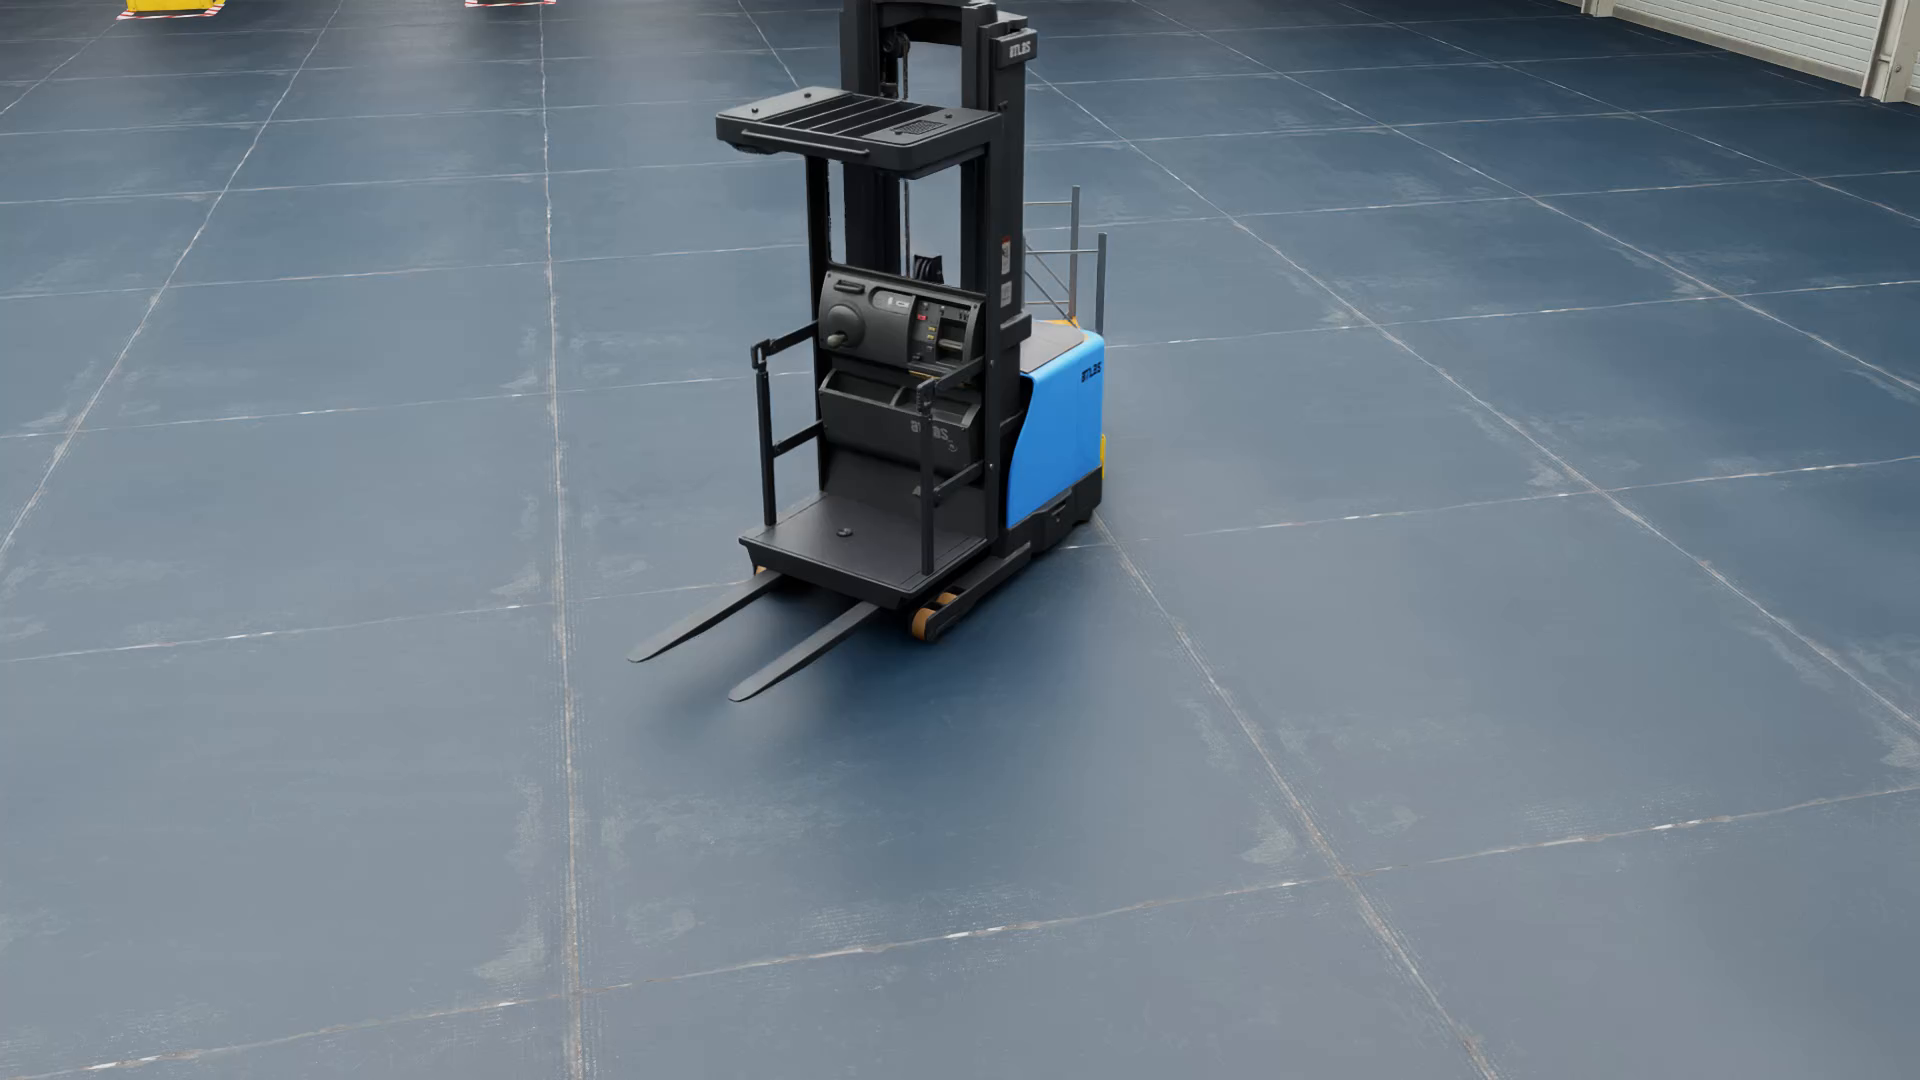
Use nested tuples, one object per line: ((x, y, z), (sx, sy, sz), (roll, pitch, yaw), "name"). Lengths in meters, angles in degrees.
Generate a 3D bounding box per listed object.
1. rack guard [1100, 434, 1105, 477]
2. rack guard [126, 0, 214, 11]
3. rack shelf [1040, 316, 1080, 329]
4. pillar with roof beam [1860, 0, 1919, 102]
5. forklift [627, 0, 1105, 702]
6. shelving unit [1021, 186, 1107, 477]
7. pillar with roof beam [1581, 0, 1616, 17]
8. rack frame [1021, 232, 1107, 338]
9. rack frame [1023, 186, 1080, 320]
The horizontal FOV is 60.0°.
((0.571, -0.493, 9.950), (0.587, 0.250, 0.087), (-2, 27, -4), "rack guard")
((-11.970, -8.294, 25.128), (1.175, 0.500, 0.348), (-6, 27, -12), "rack guard")
((0.529, -1.110, 10.185), (0.538, 0.185, 1.000), (-2, 27, -4), "rack shelf")
((6.640, -8.767, 16.632), (9.100, 9.000, 0.400), (-6, 27, -12), "pillar with roof beam")
((-0.423, -1.047, 8.071), (1.130, 2.935, 3.031), (17, 31, 30), "forklift")
((0.529, -1.275, 10.112), (0.587, 1.500, 1.083), (-2, 27, -4), "shelving unit")
((5.288, -11.401, 21.851), (9.100, 9.000, 0.400), (-6, 27, -12), "pillar with roof beam")
((0.573, -1.043, 9.651), (0.500, 1.500, 0.032), (-2, 27, -4), "rack frame")
((0.486, -1.499, 10.556), (0.500, 1.500, 0.032), (-2, 27, -4), "rack frame")
